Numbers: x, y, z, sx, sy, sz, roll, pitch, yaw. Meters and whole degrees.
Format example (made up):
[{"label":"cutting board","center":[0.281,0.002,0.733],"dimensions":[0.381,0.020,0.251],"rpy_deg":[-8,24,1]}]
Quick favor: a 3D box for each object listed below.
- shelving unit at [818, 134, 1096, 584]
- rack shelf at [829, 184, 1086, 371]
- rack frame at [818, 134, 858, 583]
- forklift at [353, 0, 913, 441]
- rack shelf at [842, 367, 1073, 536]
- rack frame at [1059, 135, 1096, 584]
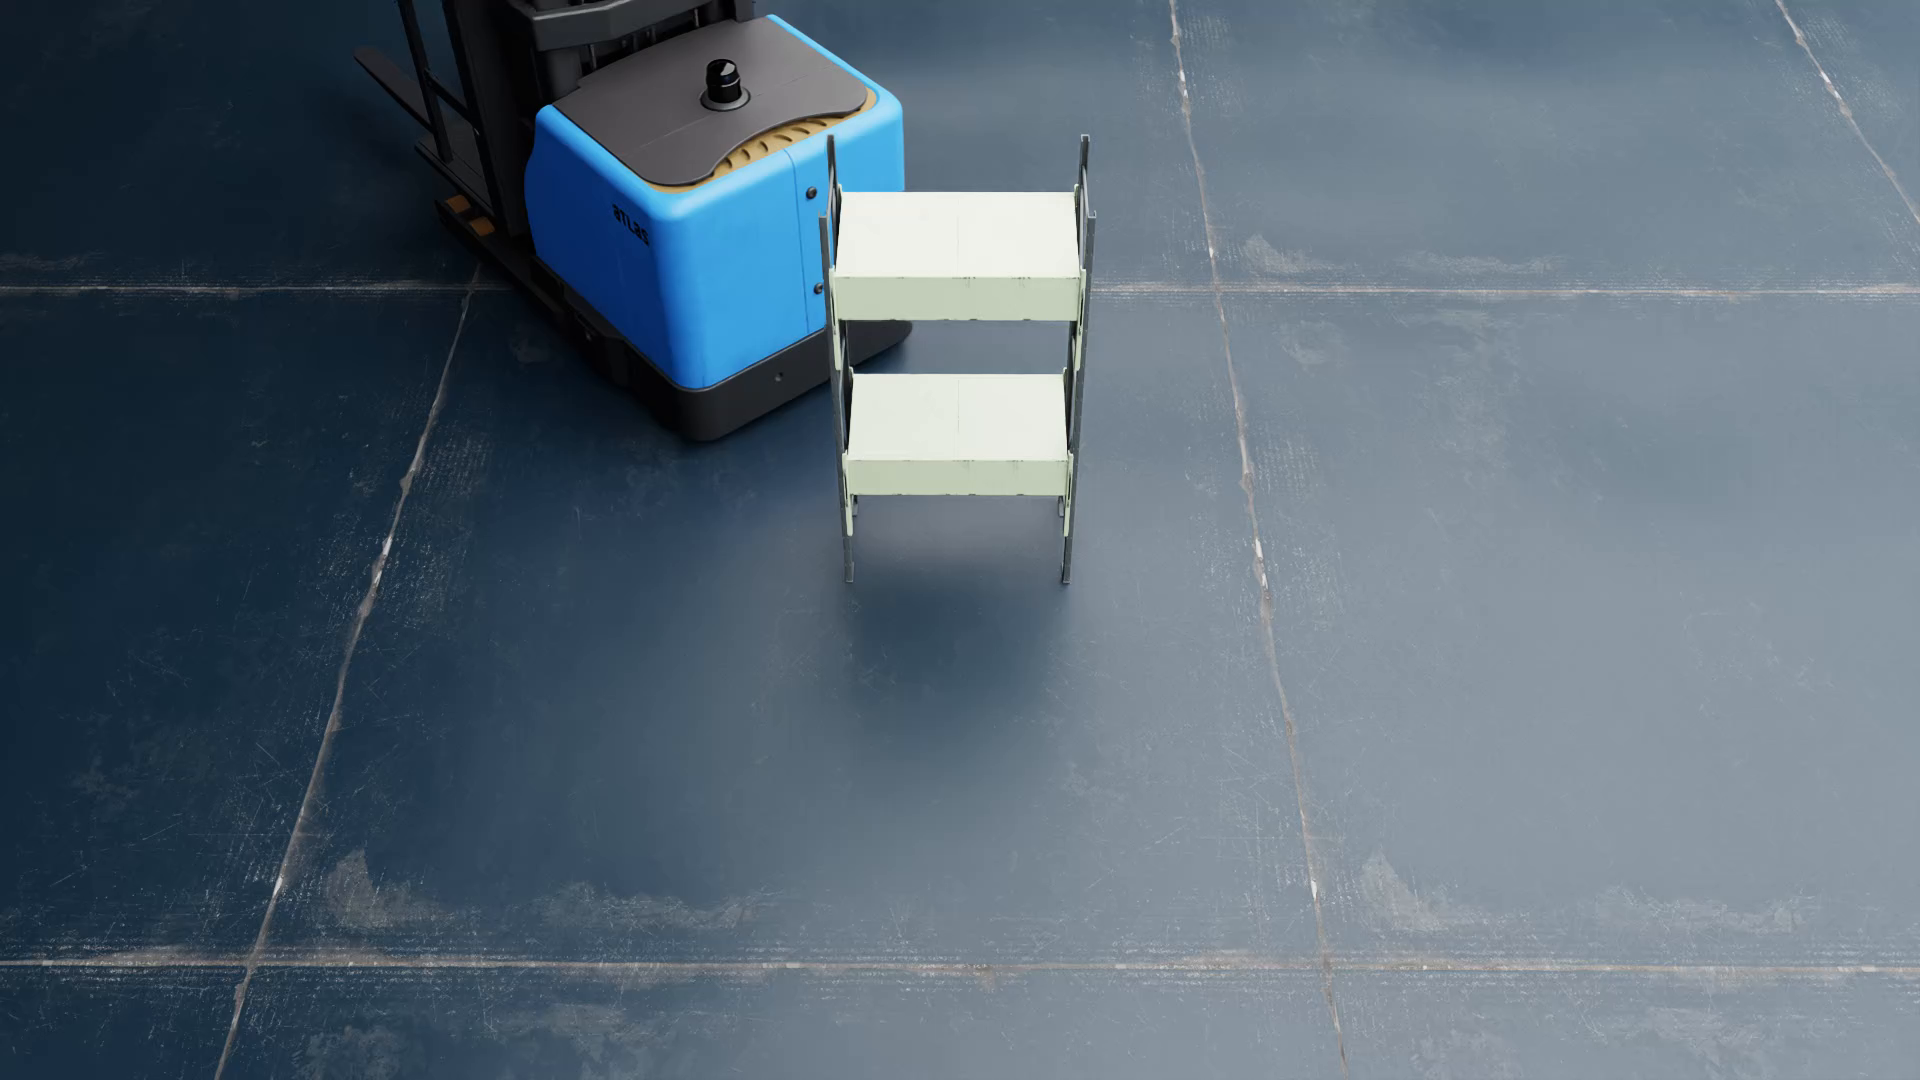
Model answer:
[{"label":"shelving unit","center":[-0.007,-0.511,5.201],"dimensions":[0.755,1.500,0.431],"rpy_deg":[0,47,0]},{"label":"rack shelf","center":[-0.007,-0.777,4.915],"dimensions":[0.720,0.370,0.431],"rpy_deg":[0,47,0]},{"label":"rack frame","center":[-0.373,-0.512,5.202],"dimensions":[0.023,1.500,0.400],"rpy_deg":[0,47,0]},{"label":"forklift","center":[-1.513,-2.367,5.951],"dimensions":[1.130,2.935,3.031],"rpy_deg":[-32,55,-26]},{"label":"rack shelf","center":[-0.007,-0.289,5.440],"dimensions":[0.720,0.370,0.431],"rpy_deg":[0,47,0]},{"label":"rack frame","center":[0.359,-0.510,5.200],"dimensions":[0.023,1.500,0.400],"rpy_deg":[0,47,0]}]
